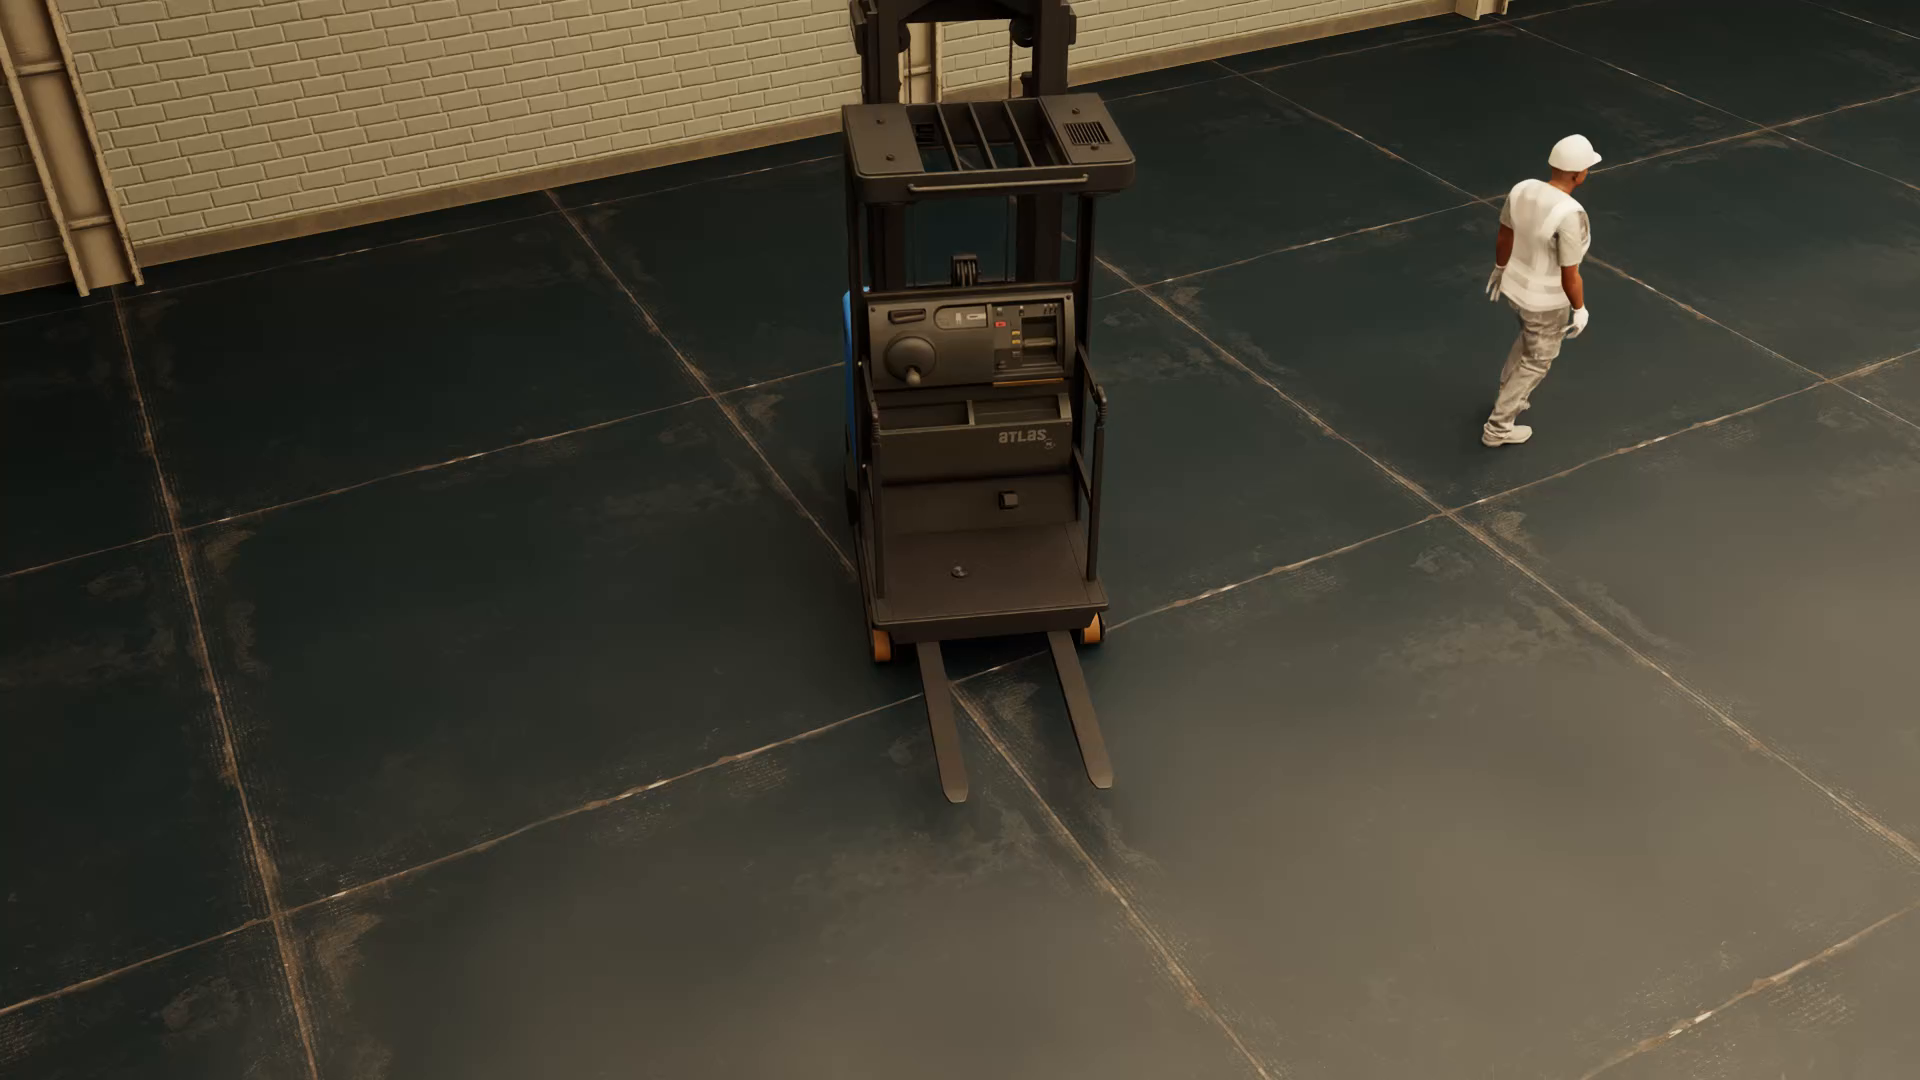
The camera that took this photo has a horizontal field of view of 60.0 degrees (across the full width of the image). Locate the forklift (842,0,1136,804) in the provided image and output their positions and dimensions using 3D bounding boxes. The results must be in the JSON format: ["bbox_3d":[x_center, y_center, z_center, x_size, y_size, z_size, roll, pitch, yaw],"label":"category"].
[{"bbox_3d":[0.086,-0.837,7.307,1.130,2.935,3.031,-5,36,-6],"label":"forklift"}]

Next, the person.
[{"bbox_3d":[3.202,-1.334,9.073,0.550,1.823,0.650,-10,36,-14],"label":"person"}]
